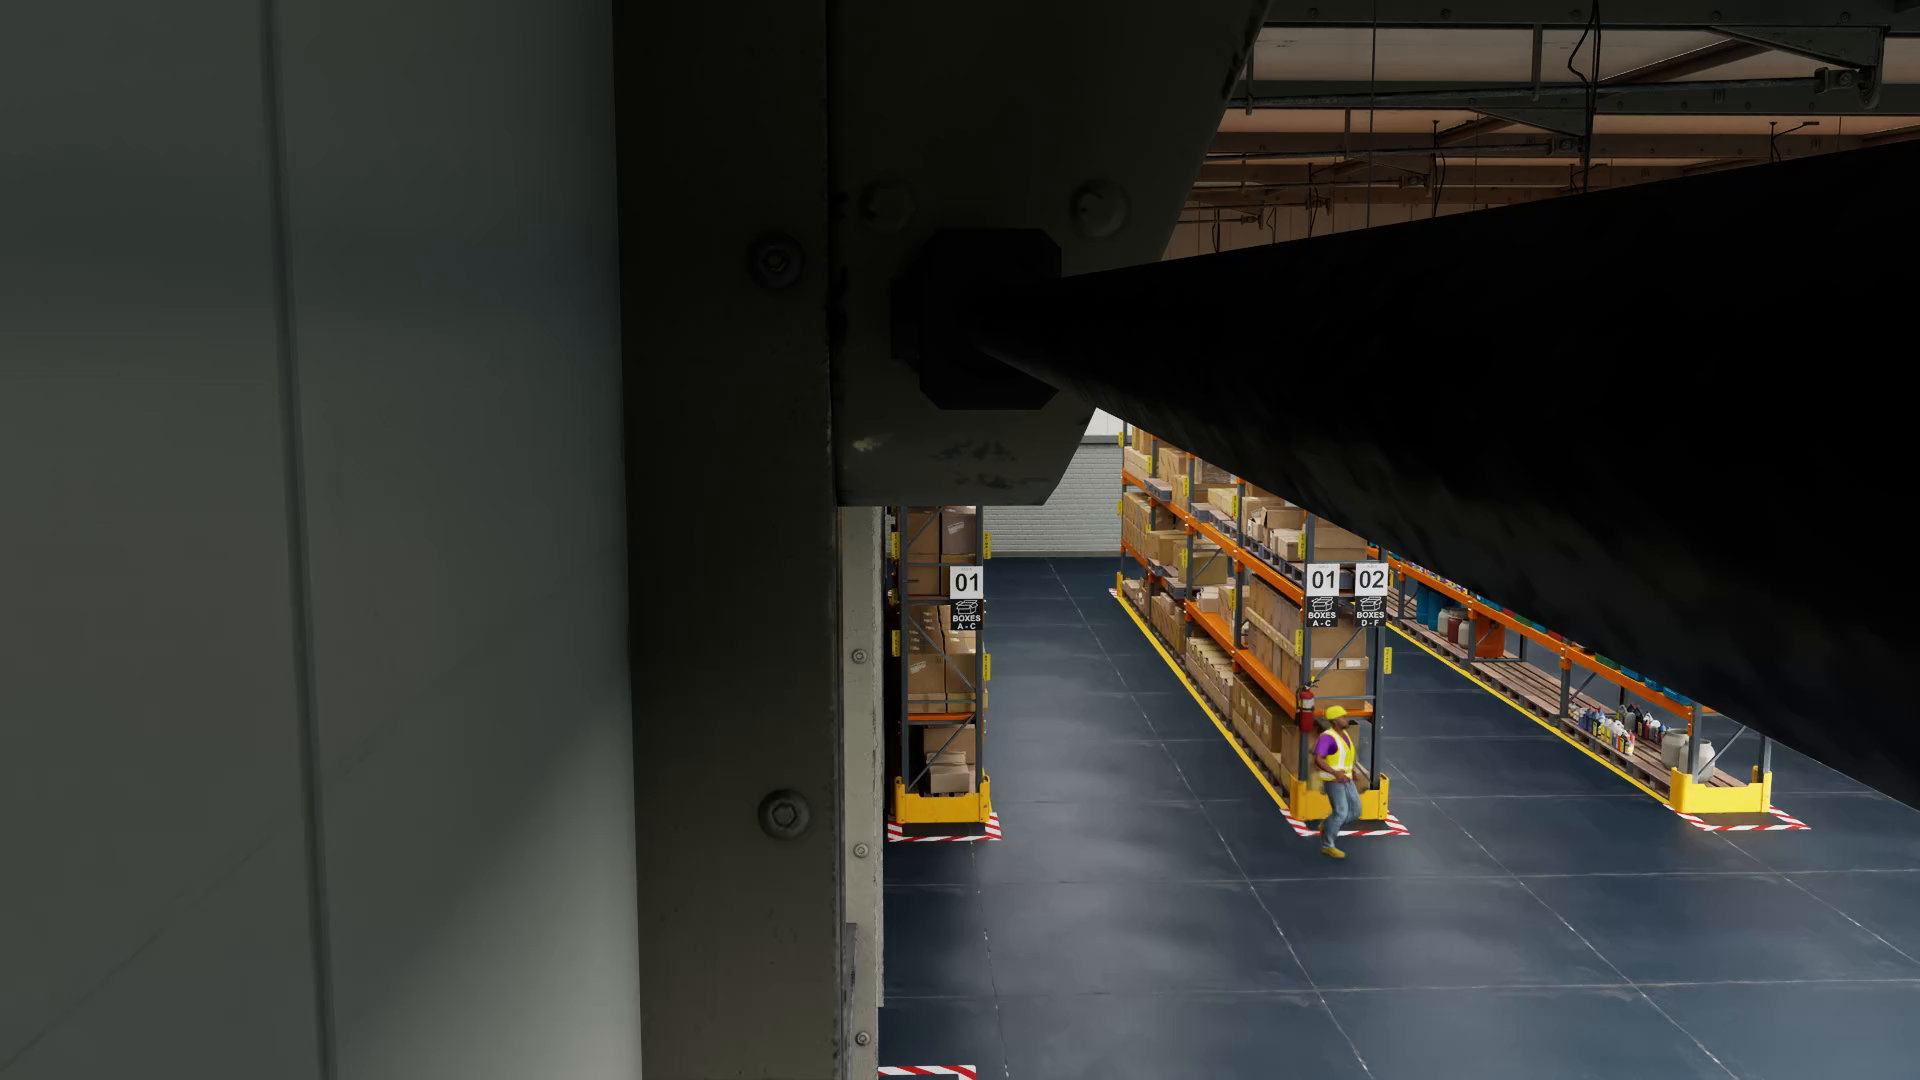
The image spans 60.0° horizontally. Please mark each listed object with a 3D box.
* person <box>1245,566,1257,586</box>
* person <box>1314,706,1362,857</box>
[{"bbox_3d":[6.033,0.571,34.983,0.638,1.835,0.724,-1,8,-8],"label":"person"},{"bbox_3d":[4.406,2.790,19.276,0.506,1.727,0.732,6,10,38],"label":"person"}]
